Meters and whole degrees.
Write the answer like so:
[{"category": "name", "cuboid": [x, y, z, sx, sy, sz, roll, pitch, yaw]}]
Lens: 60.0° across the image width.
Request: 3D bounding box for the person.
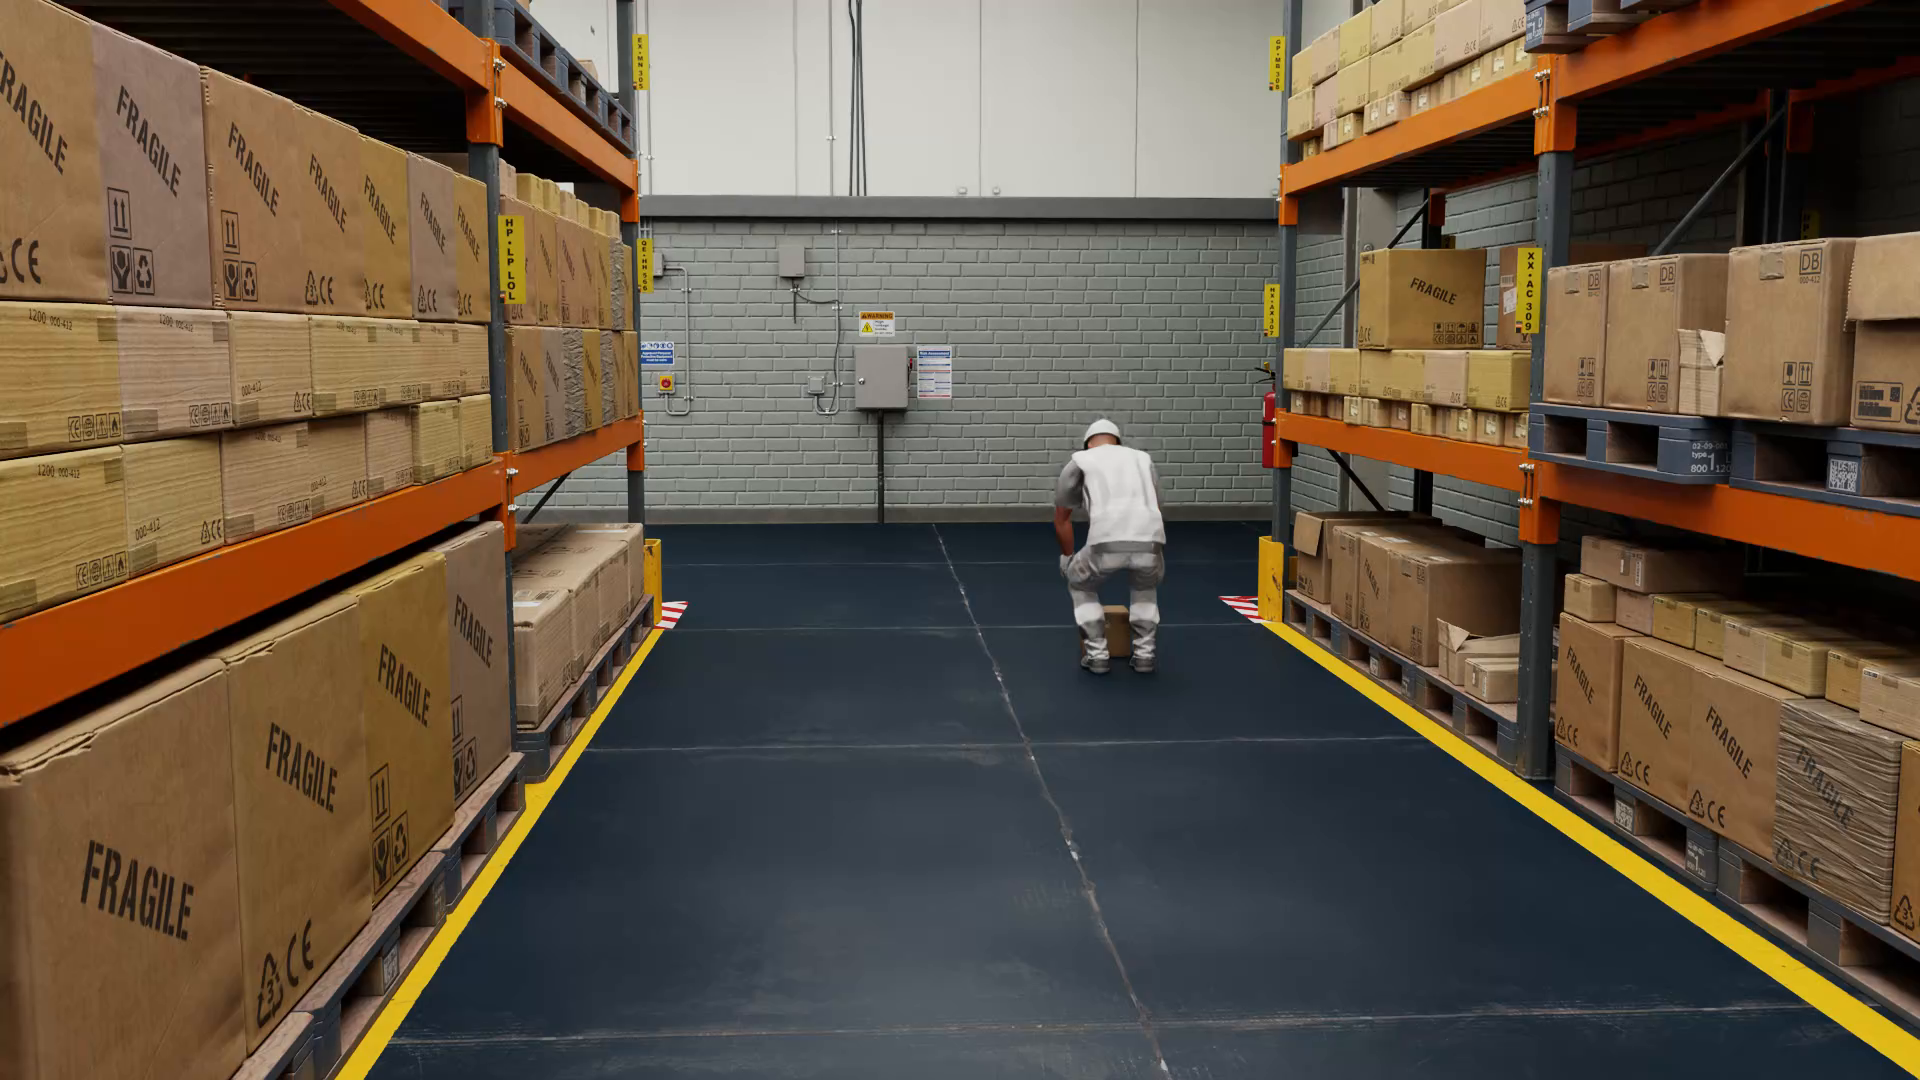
[{"category": "person", "cuboid": [0.802, 0.028, 8.892, 0.584, 1.321, 0.808, 0, 7, -4]}]
